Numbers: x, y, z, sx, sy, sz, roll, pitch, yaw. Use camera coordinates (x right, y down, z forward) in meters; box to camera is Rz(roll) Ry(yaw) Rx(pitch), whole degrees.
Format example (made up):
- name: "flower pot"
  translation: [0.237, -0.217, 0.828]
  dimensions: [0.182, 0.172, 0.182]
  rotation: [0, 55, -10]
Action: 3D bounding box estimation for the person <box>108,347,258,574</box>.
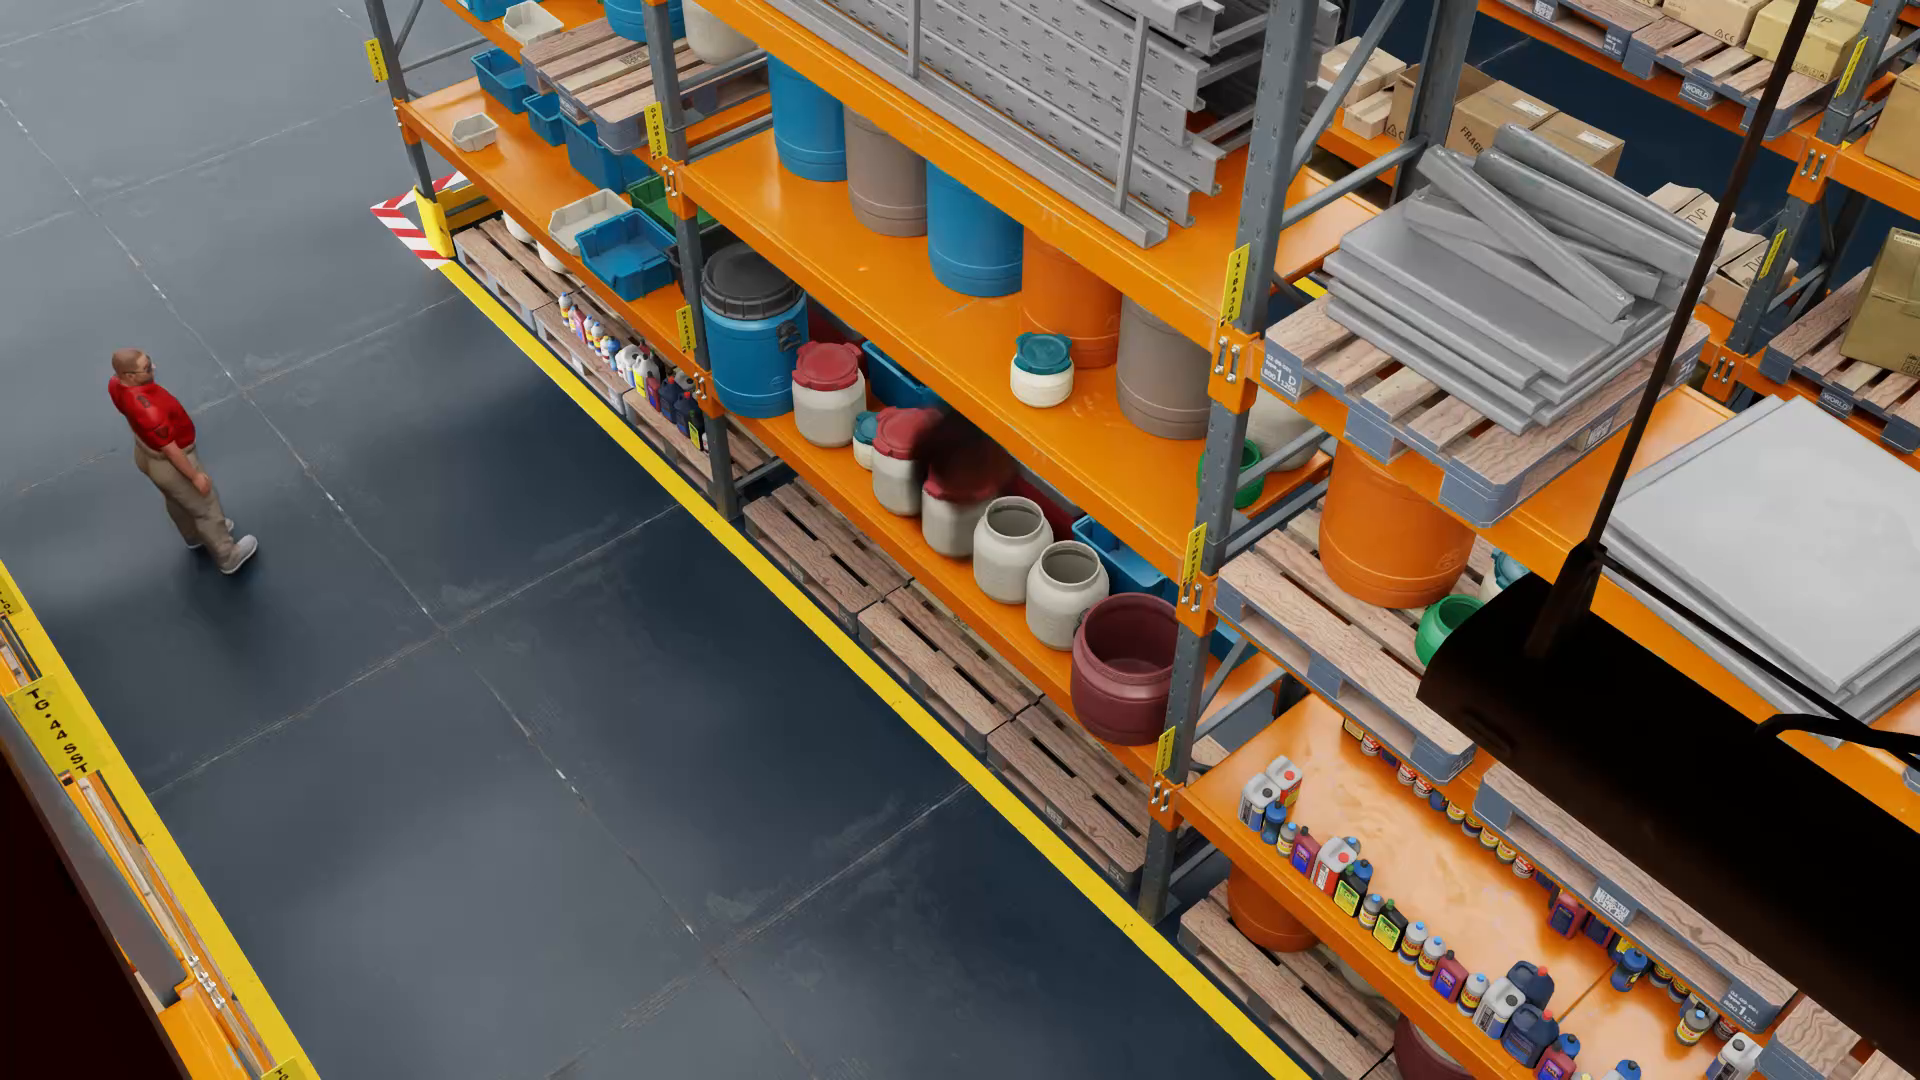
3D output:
- name: "person"
  translation: [-4.832, -0.509, 10.266]
  dimensions: [0.591, 1.731, 0.419]
  rotation: [33, 55, 27]
